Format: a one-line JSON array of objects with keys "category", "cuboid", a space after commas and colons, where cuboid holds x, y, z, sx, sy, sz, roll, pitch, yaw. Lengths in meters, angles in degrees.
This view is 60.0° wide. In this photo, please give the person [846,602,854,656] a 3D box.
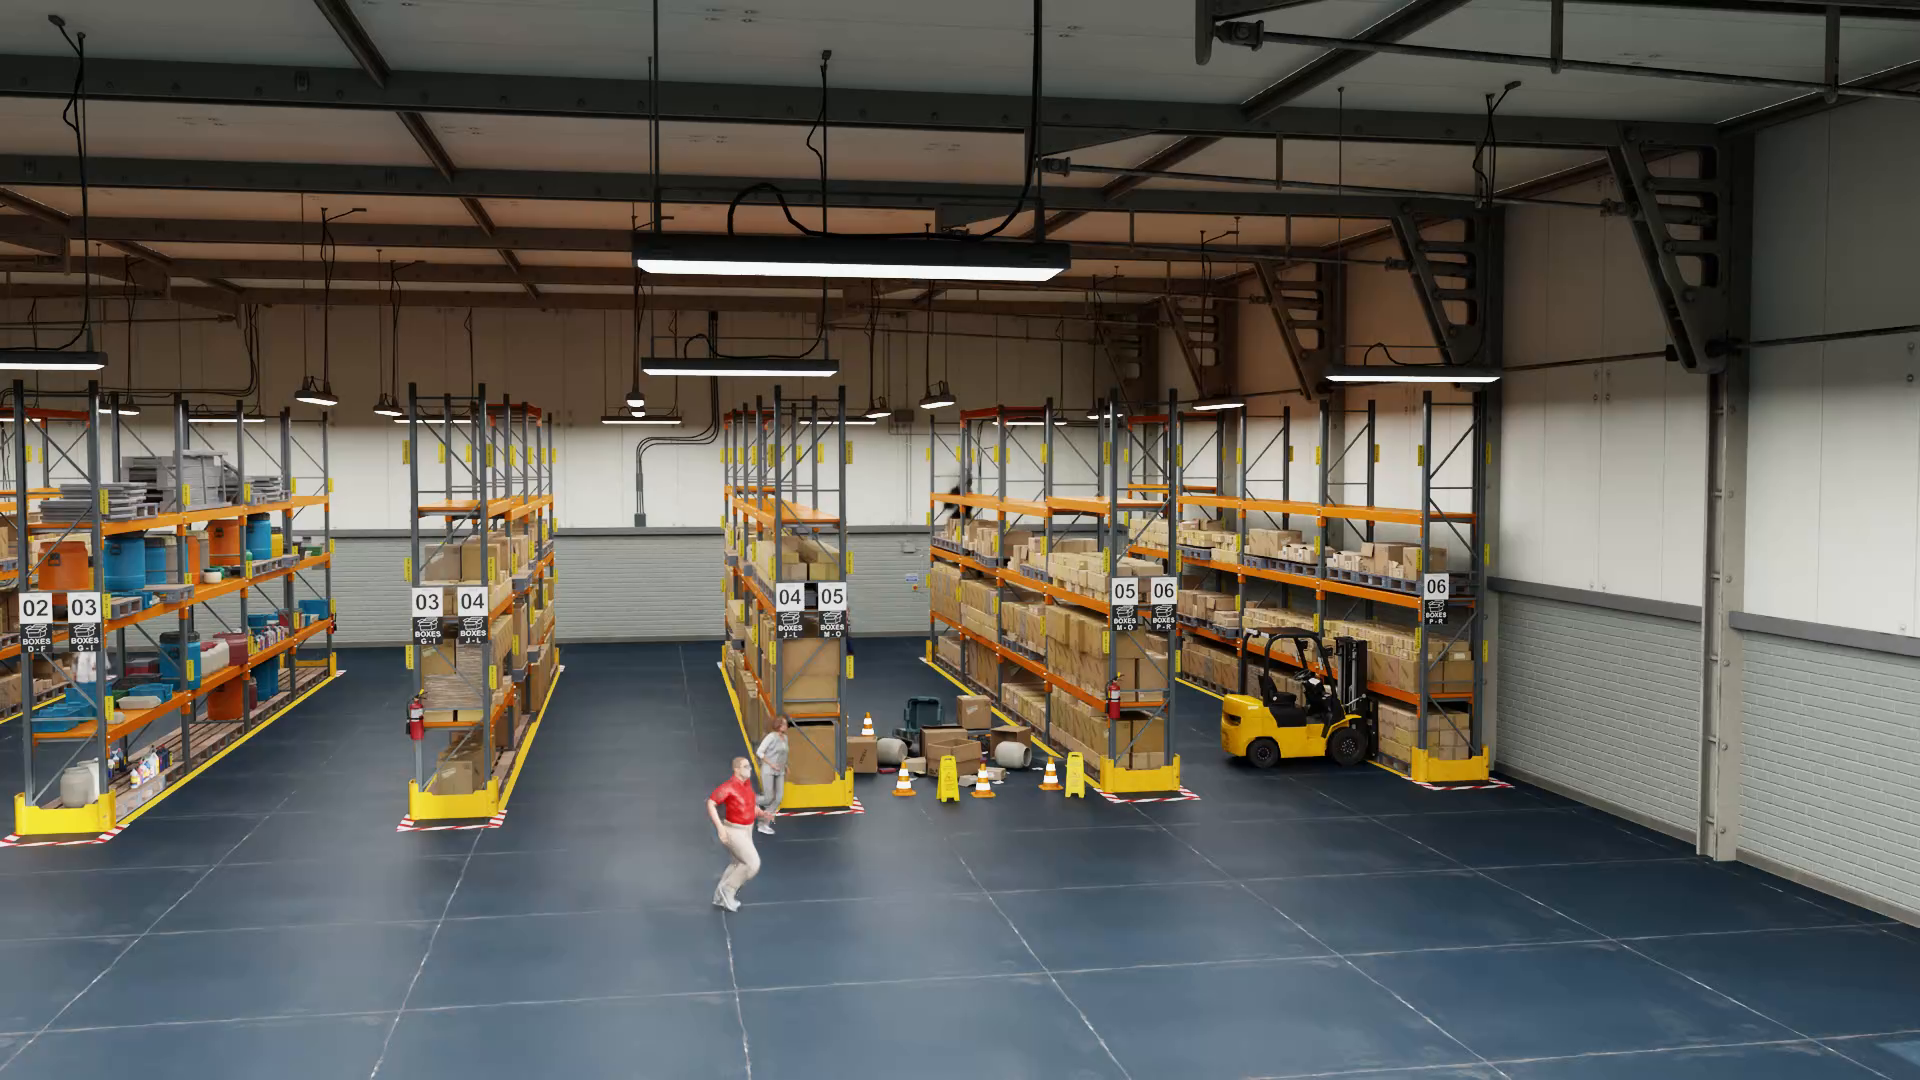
[{"category": "person", "cuboid": [-2.996, 2.114, 41.283, 0.686, 1.701, 0.573, 0, 3, -6]}]

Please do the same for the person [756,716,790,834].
[{"category": "person", "cuboid": [-2.558, 3.121, 22.301, 0.615, 1.519, 0.592, 2, 4, 37]}]

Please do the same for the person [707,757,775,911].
[{"category": "person", "cuboid": [-2.390, 3.221, 18.238, 0.733, 1.688, 0.638, 1, 3, 16]}]

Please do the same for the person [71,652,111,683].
[{"category": "person", "cuboid": [-15.802, 2.583, 30.226, 0.666, 1.750, 0.930, -1, 3, -21]}]
